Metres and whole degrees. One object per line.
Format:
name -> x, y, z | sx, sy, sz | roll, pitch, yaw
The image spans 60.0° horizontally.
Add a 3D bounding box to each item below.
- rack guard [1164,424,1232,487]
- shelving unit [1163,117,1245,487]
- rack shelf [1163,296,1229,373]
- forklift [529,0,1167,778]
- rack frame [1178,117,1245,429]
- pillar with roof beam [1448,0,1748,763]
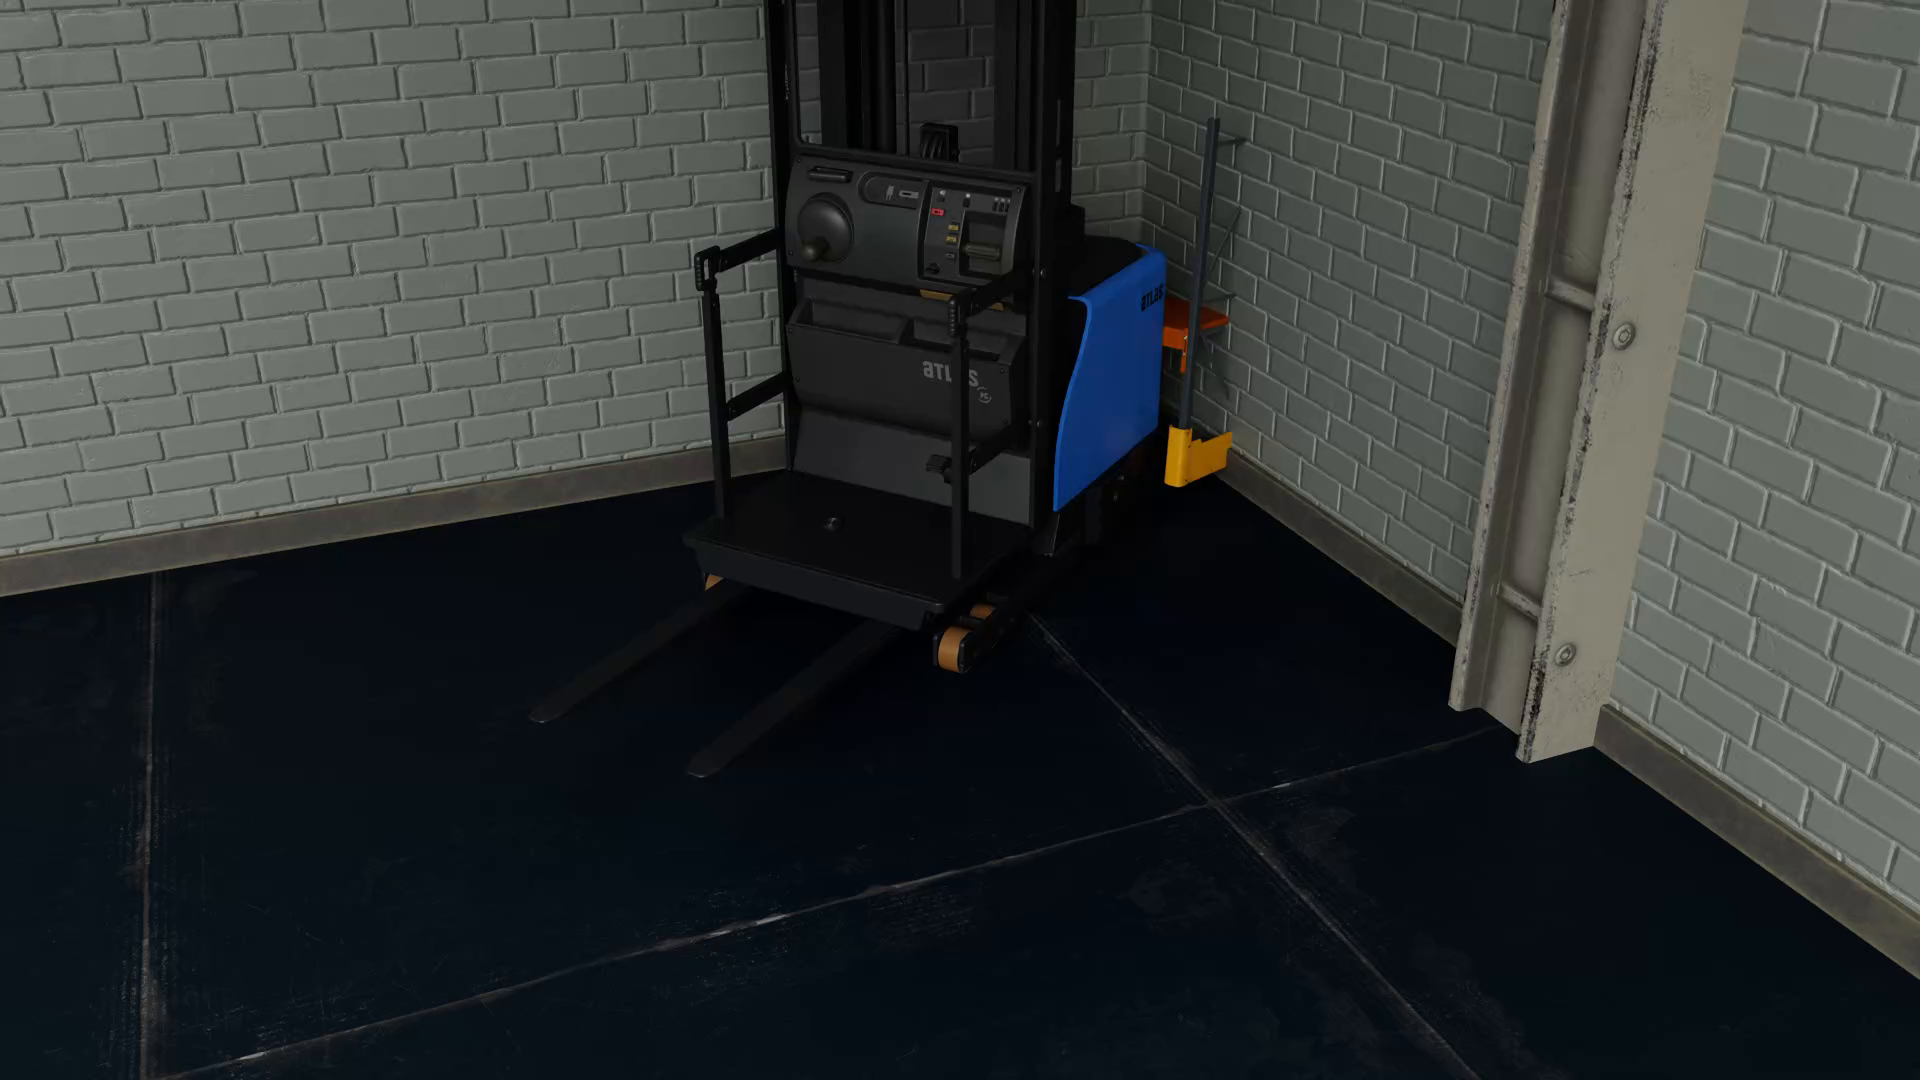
rack guard -> 1.070, -0.420, 7.141 | 0.087, 0.250, 0.587 | 18, 26, 35
shelving unit -> 0.709, -1.130, 7.202 | 1.083, 1.500, 0.587 | 18, 26, 35
rack shelf -> 0.694, -0.964, 7.272 | 1.000, 0.185, 0.538 | 18, 26, 35
forklift -> -0.303, -1.079, 5.618 | 1.130, 2.935, 3.031 | 14, 29, 26
rack frame -> 1.099, -1.003, 6.918 | 0.032, 1.500, 0.500 | 18, 26, 35
pillar with roof beam -> -2.097, -2.699, 2.021 | 9.100, 9.000, 0.400 | -11, 28, -21
